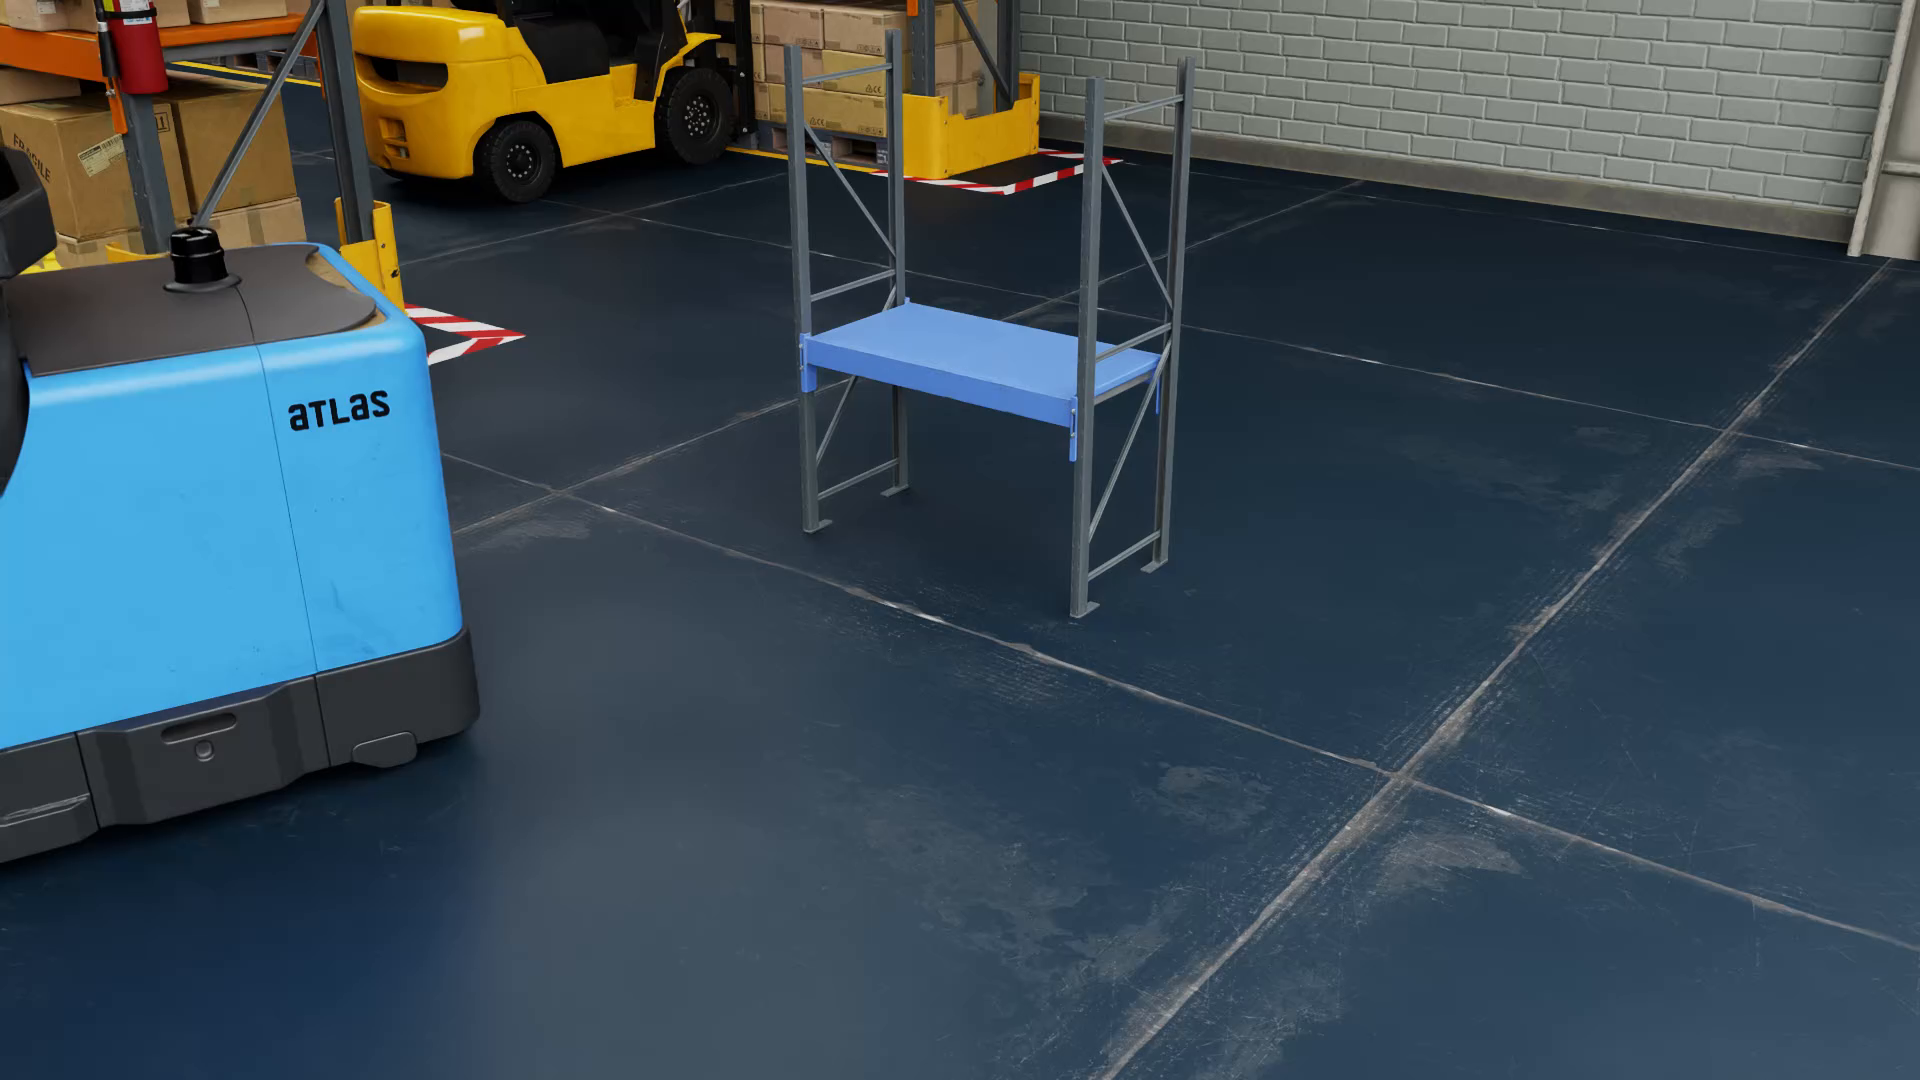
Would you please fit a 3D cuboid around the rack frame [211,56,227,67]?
[{"bbox_3d":[-6.356,-5.772,14.630,0.127,3.000,1.000,17,29,33],"label":"rack frame"}]

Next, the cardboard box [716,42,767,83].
[{"bbox_3d":[-1.352,-3.260,11.198,0.500,0.250,0.500,16,28,32],"label":"cardboard box"}]

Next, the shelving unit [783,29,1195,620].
[{"bbox_3d":[0.068,-0.666,4.901,1.048,1.500,0.538,17,29,33],"label":"shelving unit"}]

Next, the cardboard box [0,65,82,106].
[{"bbox_3d":[-4.060,-1.986,7.192,0.250,0.149,0.380,18,29,35],"label":"cardboard box"}]

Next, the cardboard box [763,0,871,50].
[{"bbox_3d":[-0.922,-3.361,10.808,0.500,0.250,0.500,17,29,34],"label":"cardboard box"}]

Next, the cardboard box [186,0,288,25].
[{"bbox_3d":[-3.076,-2.269,6.991,0.250,0.149,0.380,17,29,33],"label":"cardboard box"}]

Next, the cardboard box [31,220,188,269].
[{"bbox_3d":[-3.756,-1.284,7.332,0.500,0.250,0.500,17,29,33],"label":"cardboard box"}]

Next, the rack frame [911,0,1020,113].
[{"bbox_3d":[0.045,-3.838,10.240,0.127,3.000,1.000,17,29,33],"label":"rack frame"}]

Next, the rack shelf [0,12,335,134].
[{"bbox_3d":[-4.529,-2.390,7.845,4.000,0.370,1.077,17,29,33],"label":"rack shelf"}]

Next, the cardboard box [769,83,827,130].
[{"bbox_3d":[-0.912,-2.906,11.016,0.500,0.250,0.500,17,29,33],"label":"cardboard box"}]

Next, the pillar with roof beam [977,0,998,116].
[{"bbox_3d":[-2.553,-5.653,6.920,0.400,9.000,9.100,17,29,33],"label":"pillar with roof beam"}]

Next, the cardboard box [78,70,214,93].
[{"bbox_3d":[-3.849,-1.927,7.863,0.500,0.500,0.500,16,28,31],"label":"cardboard box"}]

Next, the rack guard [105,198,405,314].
[{"bbox_3d":[-2.989,-1.110,7.148,0.348,0.500,1.175,17,29,33],"label":"rack guard"}]

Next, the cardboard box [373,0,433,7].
[{"bbox_3d":[-4.196,-4.223,13.539,0.625,0.625,0.875,16,29,33],"label":"cardboard box"}]

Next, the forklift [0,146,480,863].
[{"bbox_3d":[-2.707,-0.688,3.175,3.031,2.935,1.130,-14,27,-29],"label":"forklift"}]

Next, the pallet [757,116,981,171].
[{"bbox_3d":[-0.592,-2.733,11.191,1.213,0.211,1.003,17,29,33],"label":"pallet"}]

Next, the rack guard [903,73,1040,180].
[{"bbox_3d":[0.065,-2.688,10.730,0.348,0.500,1.175,17,29,33],"label":"rack guard"}]

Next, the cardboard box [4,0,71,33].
[{"bbox_3d":[-3.625,-2.167,6.760,0.250,0.149,0.380,16,29,33],"label":"cardboard box"}]

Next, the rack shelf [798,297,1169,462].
[{"bbox_3d":[0.068,-0.501,4.973,1.000,0.185,0.538,17,29,33],"label":"rack shelf"}]

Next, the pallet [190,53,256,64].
[{"bbox_3d":[-6.931,-4.689,15.630,1.213,0.211,1.003,17,29,33],"label":"pallet"}]

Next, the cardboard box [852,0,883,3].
[{"bbox_3d":[-0.628,-3.526,11.182,0.500,0.250,0.500,17,29,33],"label":"cardboard box"}]

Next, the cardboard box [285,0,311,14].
[{"bbox_3d":[-5.338,-4.567,14.319,0.625,0.625,0.875,18,29,35],"label":"cardboard box"}]

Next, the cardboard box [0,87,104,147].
[{"bbox_3d":[-4.146,-1.747,7.454,0.500,0.500,0.500,18,30,35],"label":"cardboard box"}]

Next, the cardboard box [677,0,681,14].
[{"bbox_3d":[-1.733,-3.605,11.361,0.500,0.250,0.500,16,28,32],"label":"cardboard box"}]

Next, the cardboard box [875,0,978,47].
[{"bbox_3d":[-0.226,-3.406,10.910,0.500,0.250,0.500,16,29,33],"label":"cardboard box"}]

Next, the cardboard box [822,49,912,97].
[{"bbox_3d":[-0.532,-3.017,10.647,0.500,0.250,0.500,16,29,33],"label":"cardboard box"}]

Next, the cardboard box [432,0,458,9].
[{"bbox_3d":[-3.580,-4.033,13.107,0.625,0.625,0.875,18,30,36],"label":"cardboard box"}]

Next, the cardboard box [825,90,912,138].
[{"bbox_3d":[-0.520,-2.783,10.736,0.500,0.250,0.500,17,29,34],"label":"cardboard box"}]

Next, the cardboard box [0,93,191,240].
[{"bbox_3d":[-3.726,-1.622,7.170,0.500,0.500,0.500,17,29,34],"label":"cardboard box"}]

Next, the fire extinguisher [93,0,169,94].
[{"bbox_3d":[-3.113,-2.023,6.218,0.183,0.674,0.296,17,29,33],"label":"fire extinguisher"}]

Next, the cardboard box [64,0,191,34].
[{"bbox_3d":[-3.356,-2.142,6.702,0.250,0.149,0.380,18,29,35],"label":"cardboard box"}]

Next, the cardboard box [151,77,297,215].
[{"bbox_3d":[-3.428,-1.802,7.579,0.500,0.500,0.500,16,28,32],"label":"cardboard box"}]

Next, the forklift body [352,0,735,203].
[{"bbox_3d":[-2.566,-3.319,10.116,1.214,2.155,2.313,17,29,33],"label":"forklift body"}]

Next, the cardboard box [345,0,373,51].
[{"bbox_3d":[-4.799,-4.404,13.950,0.625,0.625,0.875,15,28,31],"label":"cardboard box"}]

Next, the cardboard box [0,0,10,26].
[{"bbox_3d":[-3.818,-2.236,6.916,0.250,0.149,0.380,16,29,32],"label":"cardboard box"}]

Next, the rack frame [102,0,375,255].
[{"bbox_3d":[-2.929,-2.235,6.603,0.127,3.000,1.000,17,29,33],"label":"rack frame"}]

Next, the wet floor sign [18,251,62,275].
[{"bbox_3d":[-3.418,-0.767,6.190,0.267,0.644,0.232,-15,28,-30],"label":"wet floor sign"}]

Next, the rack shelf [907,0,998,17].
[{"bbox_3d":[-1.555,-3.992,11.482,4.000,0.370,1.077,17,29,33],"label":"rack shelf"}]

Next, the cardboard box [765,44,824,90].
[{"bbox_3d":[-0.926,-3.142,10.930,0.500,0.250,0.500,16,29,33],"label":"cardboard box"}]

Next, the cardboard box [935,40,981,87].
[{"bbox_3d":[-0.206,-3.181,11.019,0.500,0.250,0.500,17,29,34],"label":"cardboard box"}]

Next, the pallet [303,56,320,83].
[{"bbox_3d":[-4.749,-3.989,14.042,1.213,0.211,1.003,17,29,33],"label":"pallet"}]

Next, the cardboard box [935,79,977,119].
[{"bbox_3d":[-0.230,-2.953,11.122,0.500,0.250,0.500,17,29,34],"label":"cardboard box"}]

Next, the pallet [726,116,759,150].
[{"bbox_3d":[-1.564,-3.028,11.861,1.213,0.211,1.003,17,29,33],"label":"pallet"}]

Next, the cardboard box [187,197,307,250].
[{"bbox_3d":[-3.408,-1.453,7.718,0.500,0.250,0.500,17,29,33],"label":"cardboard box"}]

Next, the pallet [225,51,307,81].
[{"bbox_3d":[-5.721,-4.284,14.712,1.213,0.211,1.003,17,29,33],"label":"pallet"}]

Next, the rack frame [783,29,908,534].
[{"bbox_3d":[-0.339,-0.789,5.180,0.032,1.500,0.500,17,29,33],"label":"rack frame"}]

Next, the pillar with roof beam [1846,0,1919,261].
[{"bbox_3d":[2.248,-4.202,3.627,0.400,9.000,9.100,17,29,33],"label":"pillar with roof beam"}]

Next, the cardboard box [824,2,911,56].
[{"bbox_3d":[-0.510,-3.240,10.532,0.500,0.250,0.500,18,29,35],"label":"cardboard box"}]

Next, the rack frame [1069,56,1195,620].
[{"bbox_3d":[0.475,-0.543,4.622,0.032,1.500,0.500,17,29,33],"label":"rack frame"}]

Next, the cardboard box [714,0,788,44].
[{"bbox_3d":[-1.332,-3.480,11.078,0.500,0.250,0.500,17,29,34],"label":"cardboard box"}]

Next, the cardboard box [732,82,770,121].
[{"bbox_3d":[-1.307,-3.030,11.297,0.500,0.250,0.500,17,29,34],"label":"cardboard box"}]
